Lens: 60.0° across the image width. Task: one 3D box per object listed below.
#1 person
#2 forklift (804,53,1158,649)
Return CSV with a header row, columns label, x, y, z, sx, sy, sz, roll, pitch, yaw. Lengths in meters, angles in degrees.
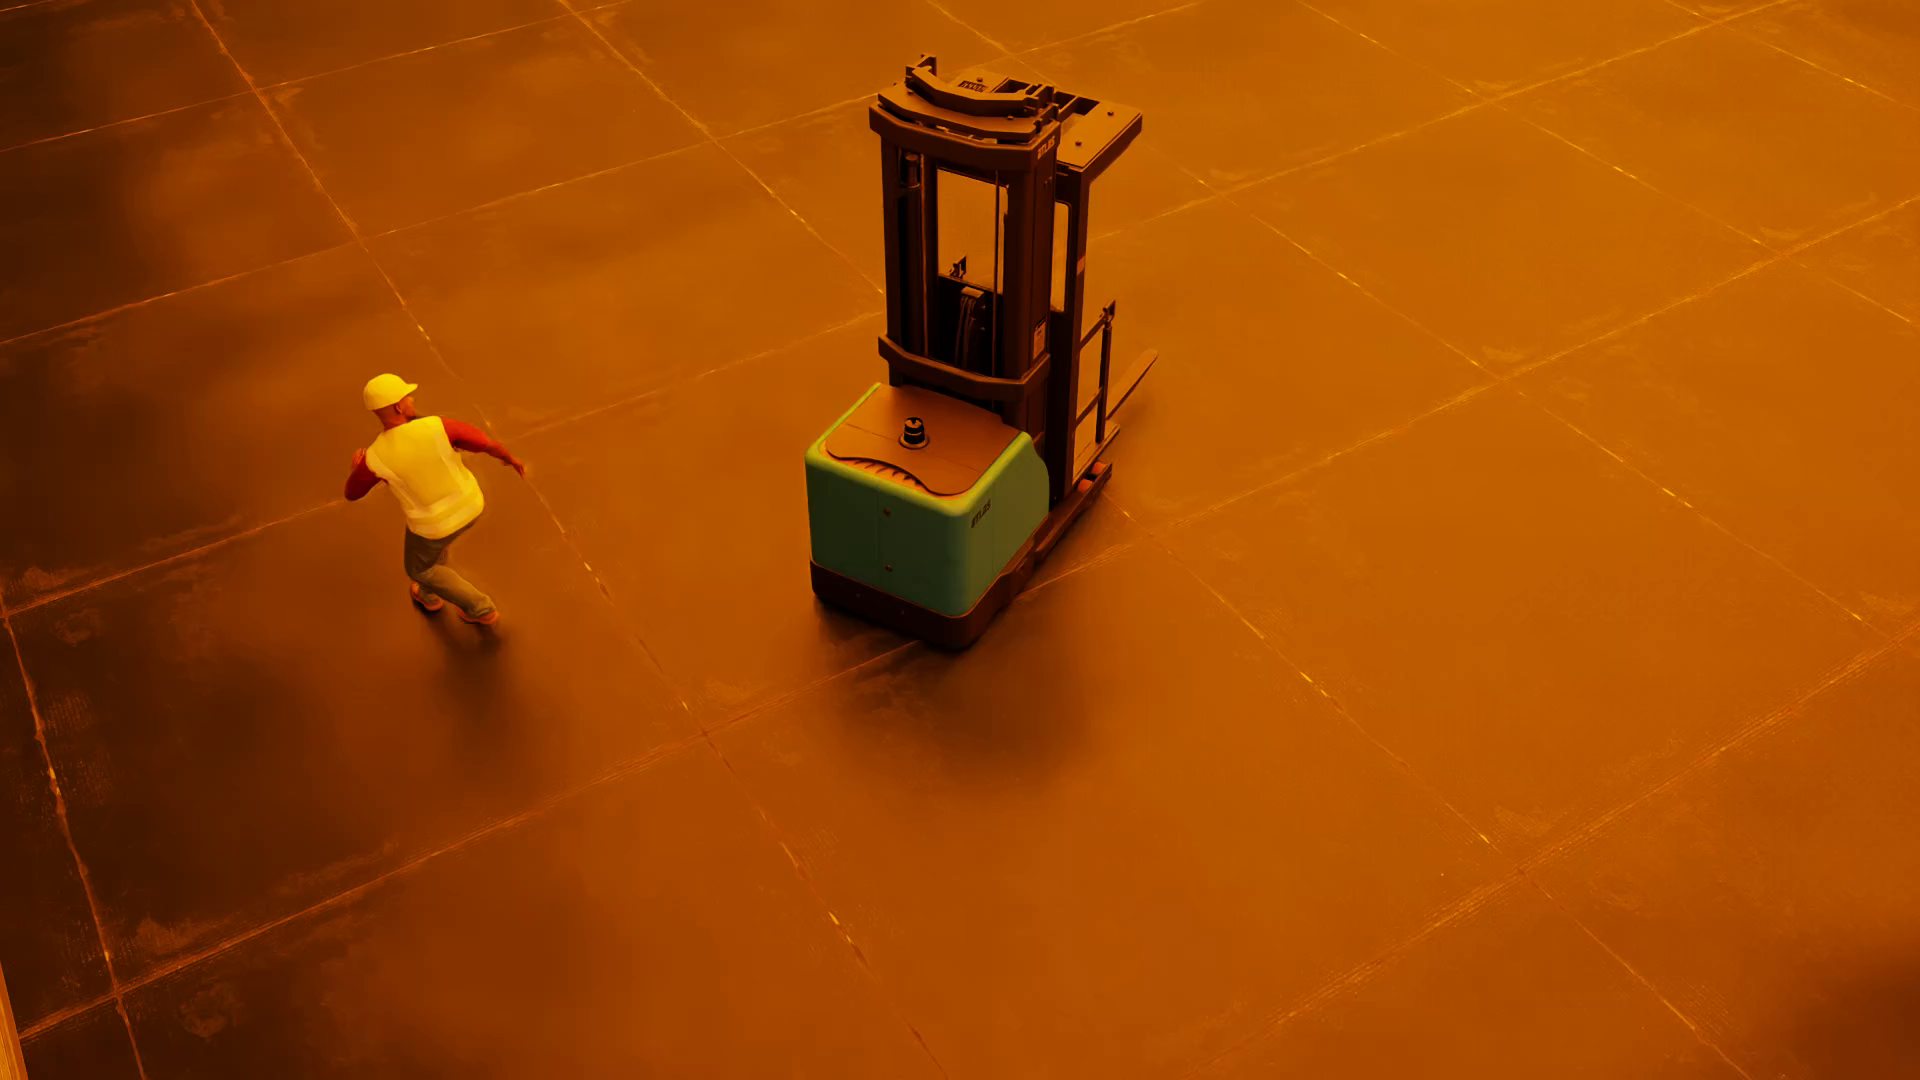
label,x,y,z,sx,sy,sz,roll,pitch,yaw
person,-2.906,-0.279,9.193,0.852,1.627,0.913,32,50,31
forklift,0.301,-1.453,9.534,1.130,2.935,3.031,20,45,22
